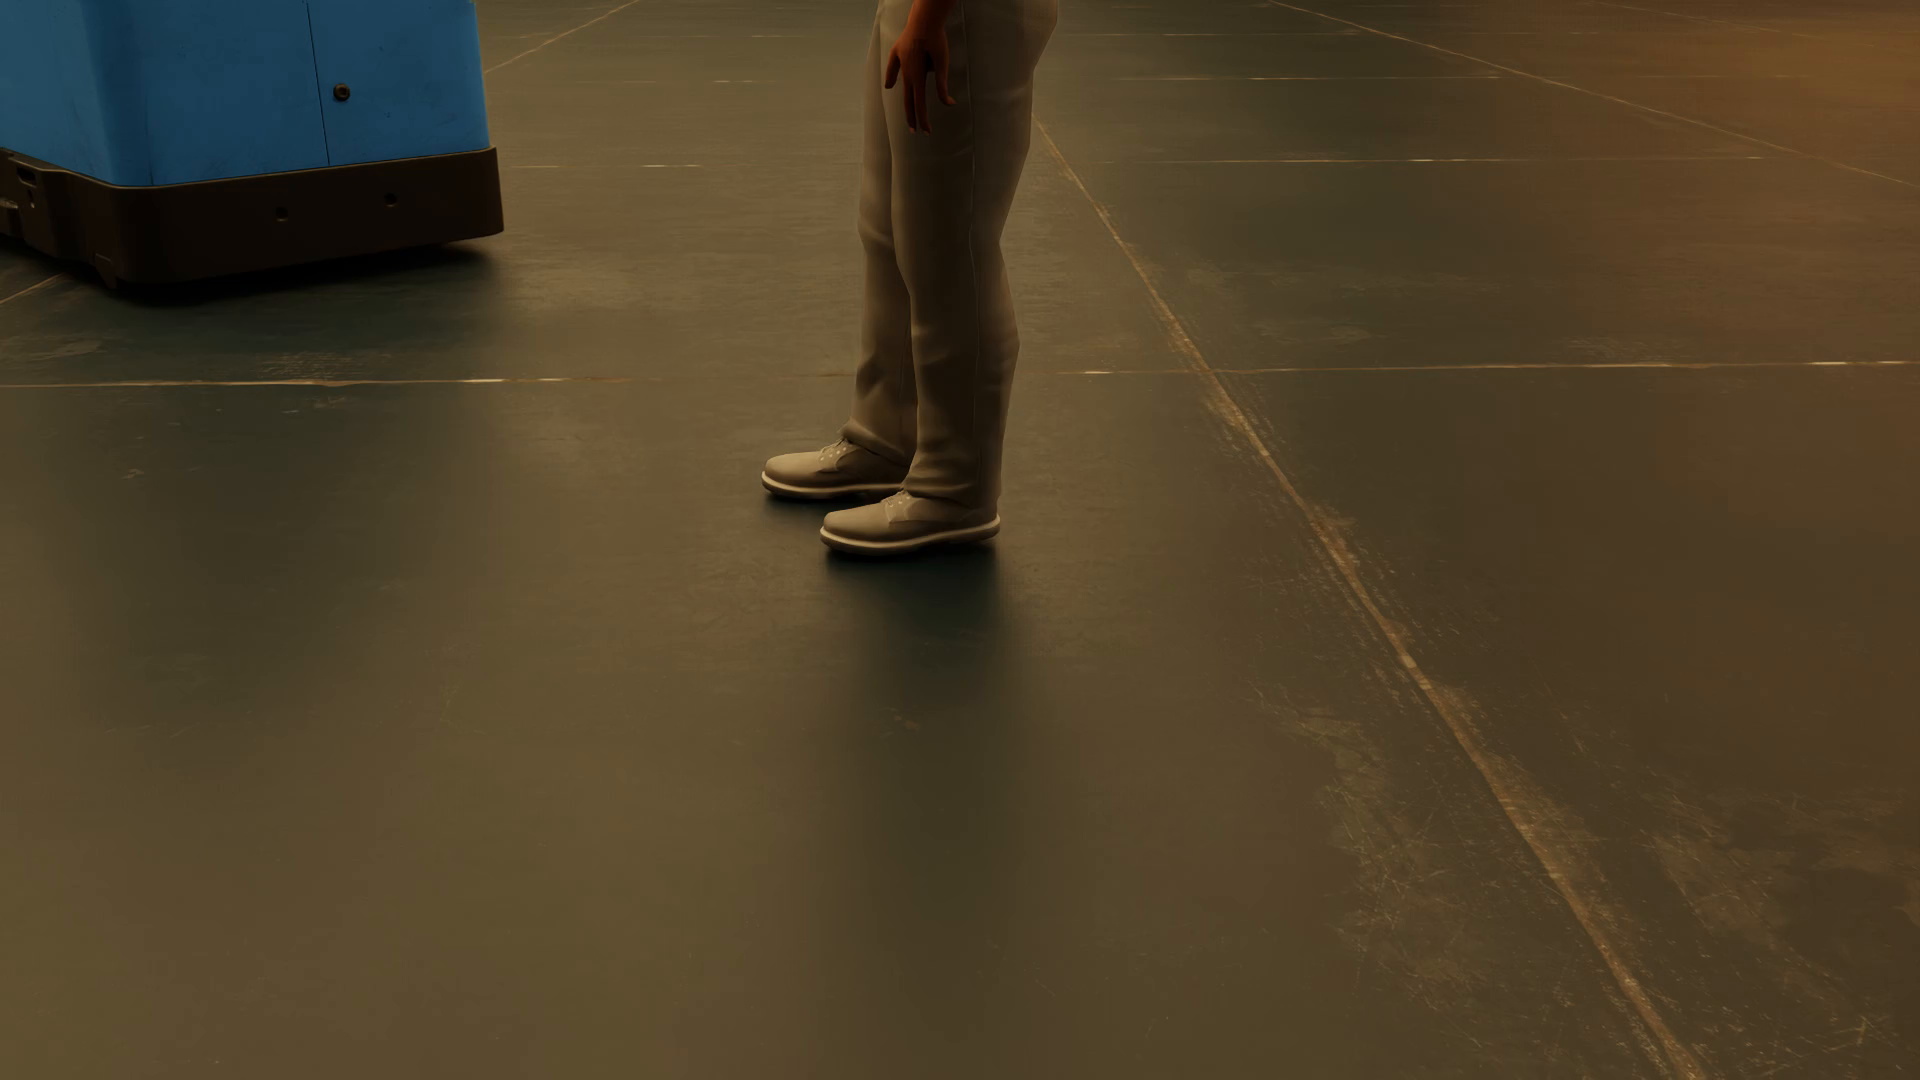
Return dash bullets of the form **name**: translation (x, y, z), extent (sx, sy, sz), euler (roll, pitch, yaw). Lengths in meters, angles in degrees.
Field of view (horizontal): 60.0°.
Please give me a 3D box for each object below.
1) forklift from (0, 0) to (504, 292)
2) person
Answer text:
- **forklift**: translation (-2.705, -2.455, 4.979), extent (1.130, 2.935, 3.031), euler (-19, 29, -40)
- **person**: translation (-0.076, -0.801, 2.440), extent (0.530, 1.695, 0.569), euler (-1, 21, -3)
